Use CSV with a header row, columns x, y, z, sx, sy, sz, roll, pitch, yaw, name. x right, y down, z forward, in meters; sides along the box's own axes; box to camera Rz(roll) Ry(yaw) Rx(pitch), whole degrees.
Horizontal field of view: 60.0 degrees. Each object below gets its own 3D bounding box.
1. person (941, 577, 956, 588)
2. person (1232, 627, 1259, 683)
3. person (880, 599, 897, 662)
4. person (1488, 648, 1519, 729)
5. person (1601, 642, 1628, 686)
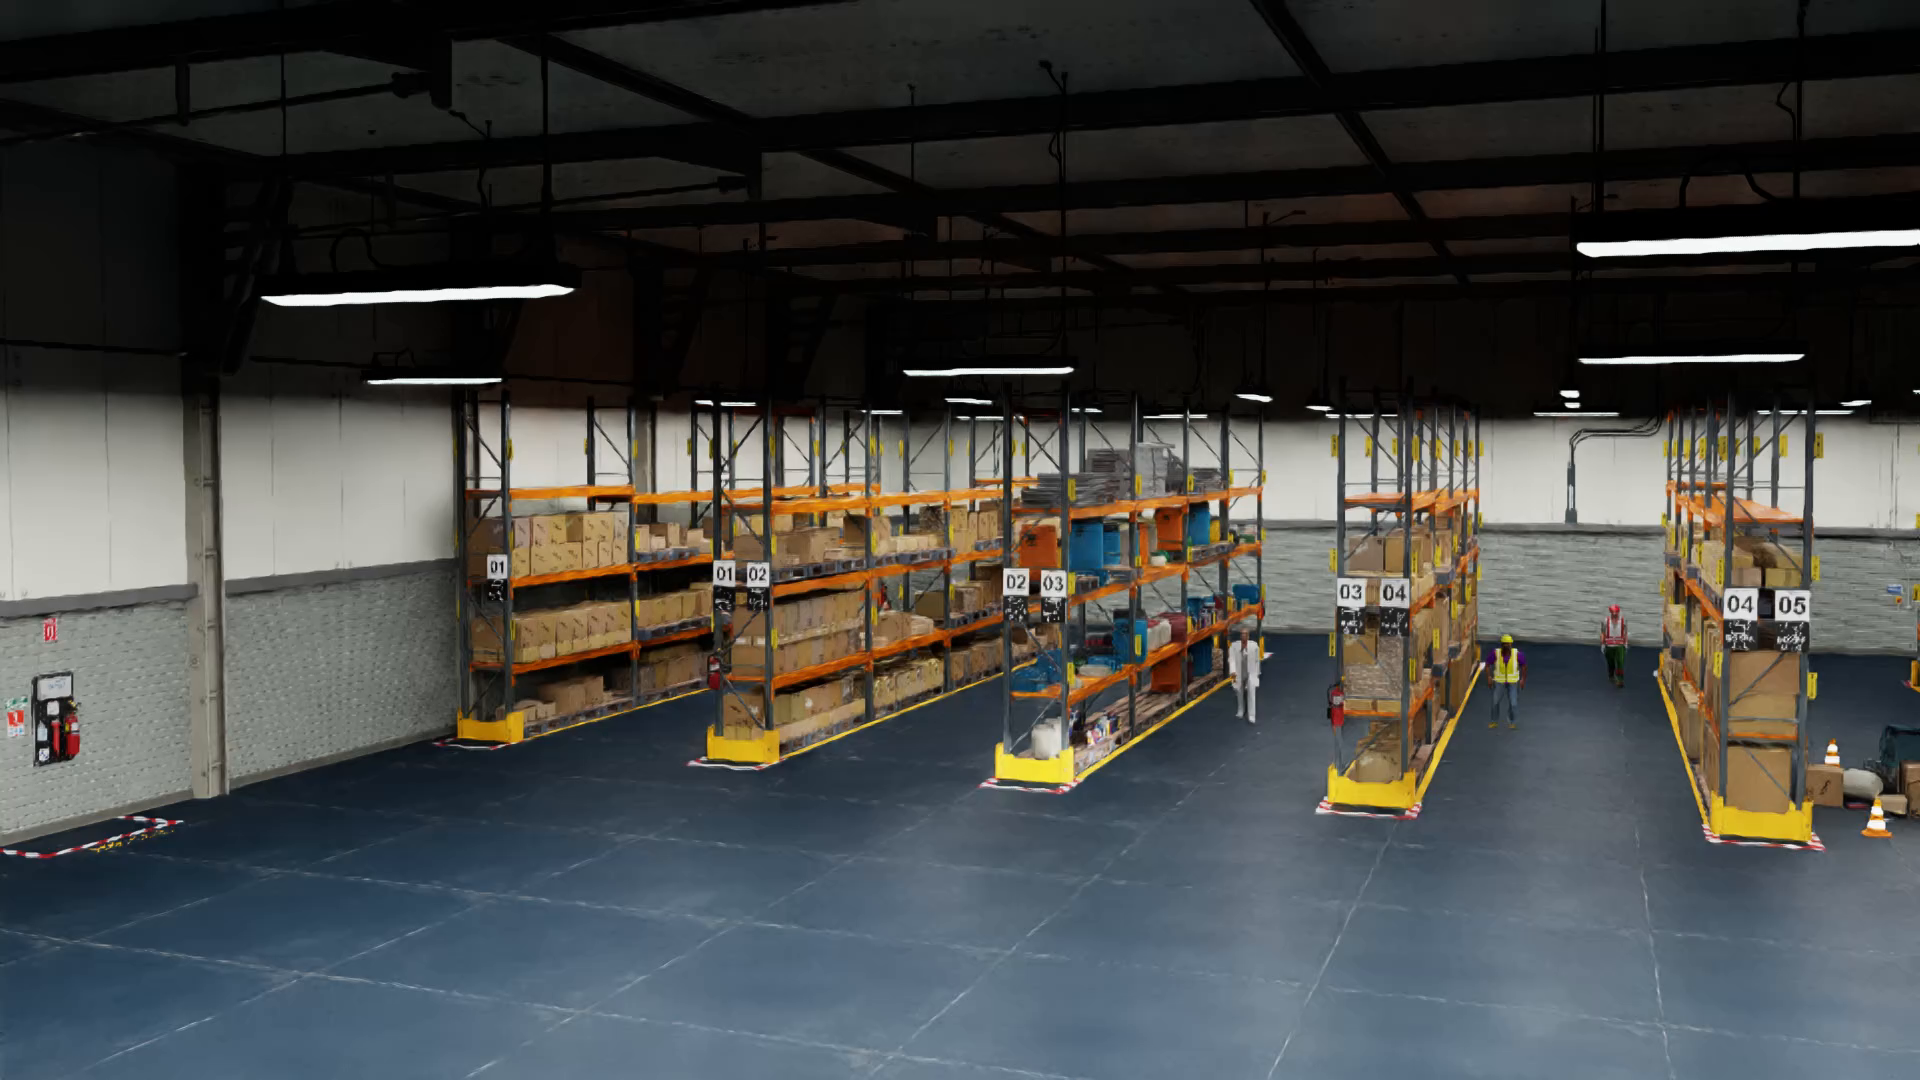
x,y,z,sx,sy,sz,roll,pitch,yaw,name
-0.312,1.719,46.798,0.478,1.406,1.001,1,3,19,person
5.193,2.116,30.372,0.542,1.038,0.575,1,3,12,person
-1.612,2.088,37.581,0.598,1.532,0.507,1,3,18,person
9.710,2.641,29.695,0.527,1.468,0.478,1,3,19,person
13.814,2.602,35.110,0.539,0.894,1.104,1,3,23,person
